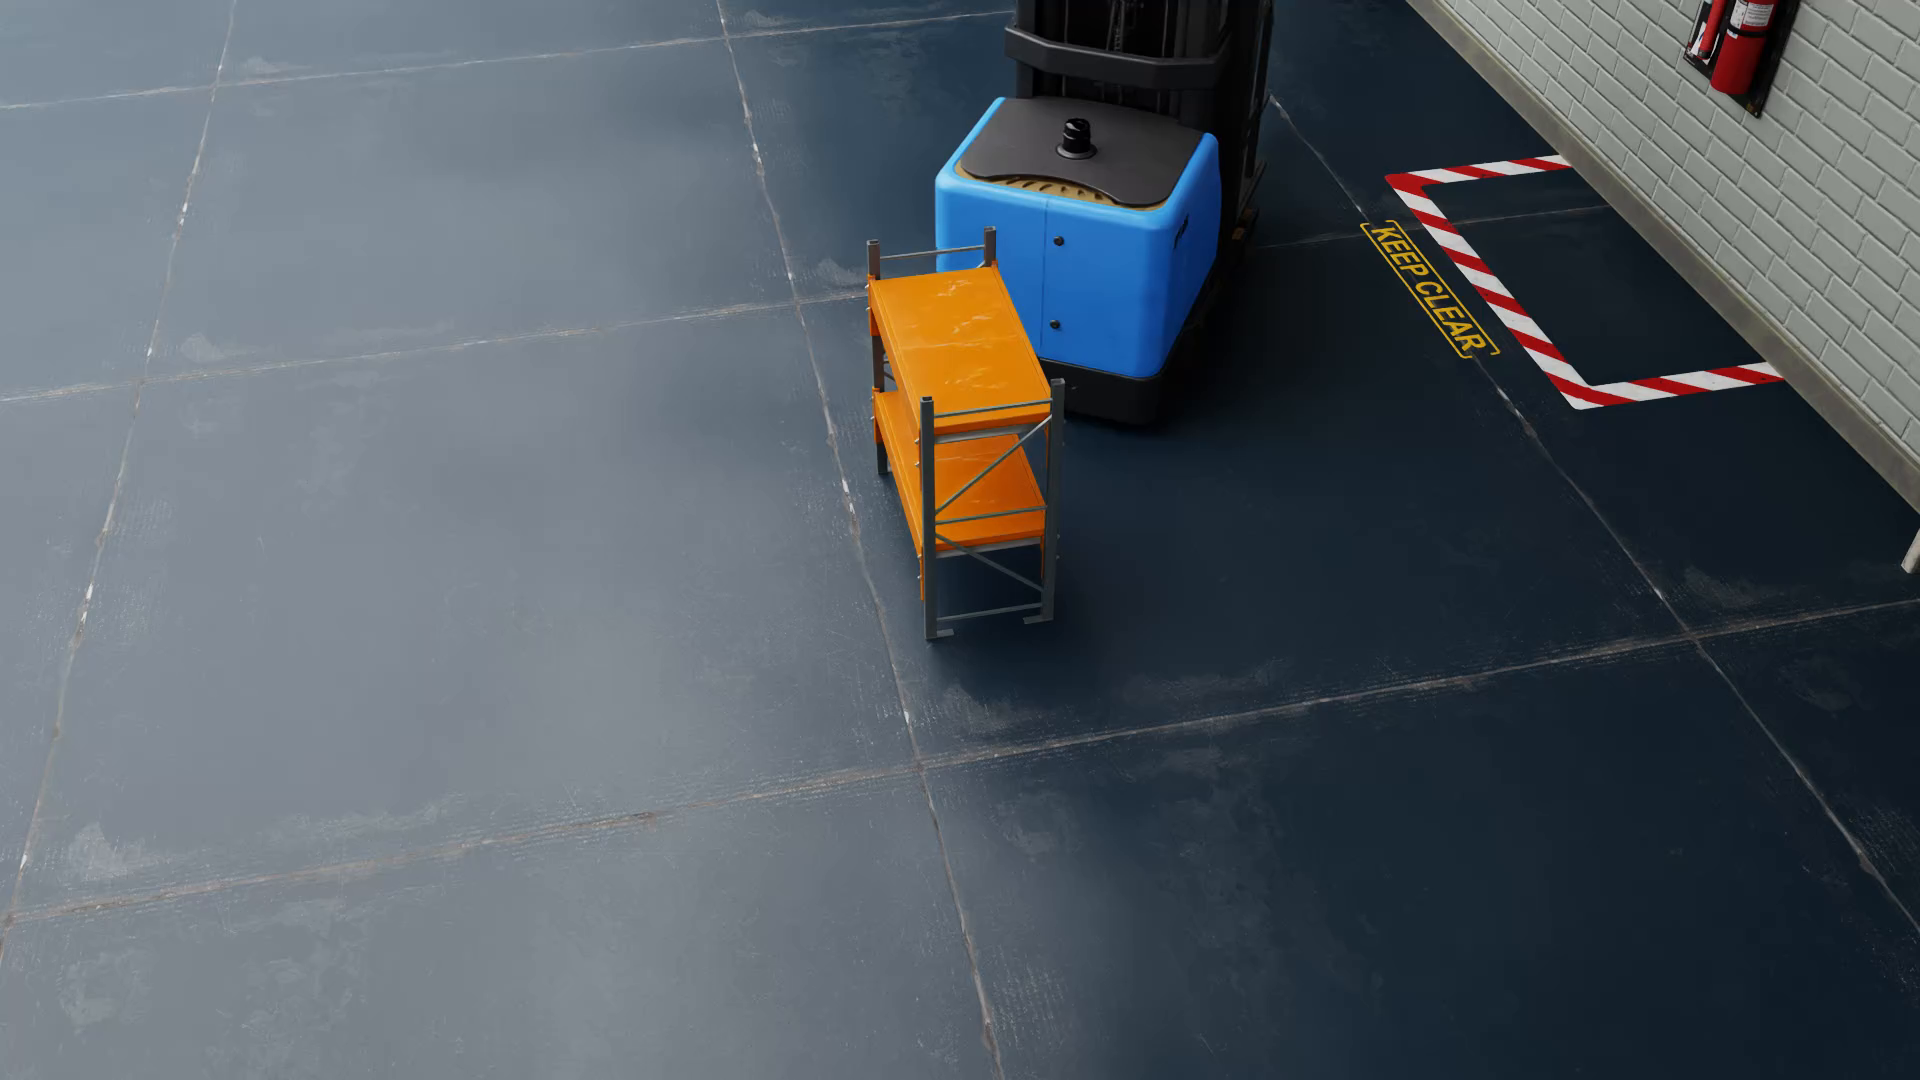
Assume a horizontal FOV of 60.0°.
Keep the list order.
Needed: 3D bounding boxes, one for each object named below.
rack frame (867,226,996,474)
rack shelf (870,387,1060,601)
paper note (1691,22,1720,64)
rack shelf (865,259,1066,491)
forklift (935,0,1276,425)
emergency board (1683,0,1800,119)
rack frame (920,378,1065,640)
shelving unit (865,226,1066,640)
[{"bbox_3d":[-0.108,-0.746,6.743,0.500,1.125,0.032,-8,42,-9],"label":"rack frame"},{"bbox_3d":[0.001,-0.233,6.534,0.538,0.278,1.000,-8,42,-9],"label":"rack shelf"},{"bbox_3d":[3.481,-2.321,7.769,0.016,0.148,0.142,-8,42,-9],"label":"paper note"},{"bbox_3d":[0.001,-0.635,6.177,0.538,0.278,1.000,-8,42,-9],"label":"rack shelf"},{"bbox_3d":[0.876,-2.583,7.452,1.130,2.935,3.031,14,43,15],"label":"forklift"},{"bbox_3d":[3.451,-2.526,7.336,0.194,1.169,0.643,-8,42,-9],"label":"emergency board"},{"bbox_3d":[0.111,-0.087,6.000,0.500,1.125,0.032,-8,42,-9],"label":"rack frame"},{"bbox_3d":[0.001,-0.416,6.372,0.538,1.125,1.048,-8,42,-9],"label":"shelving unit"}]
